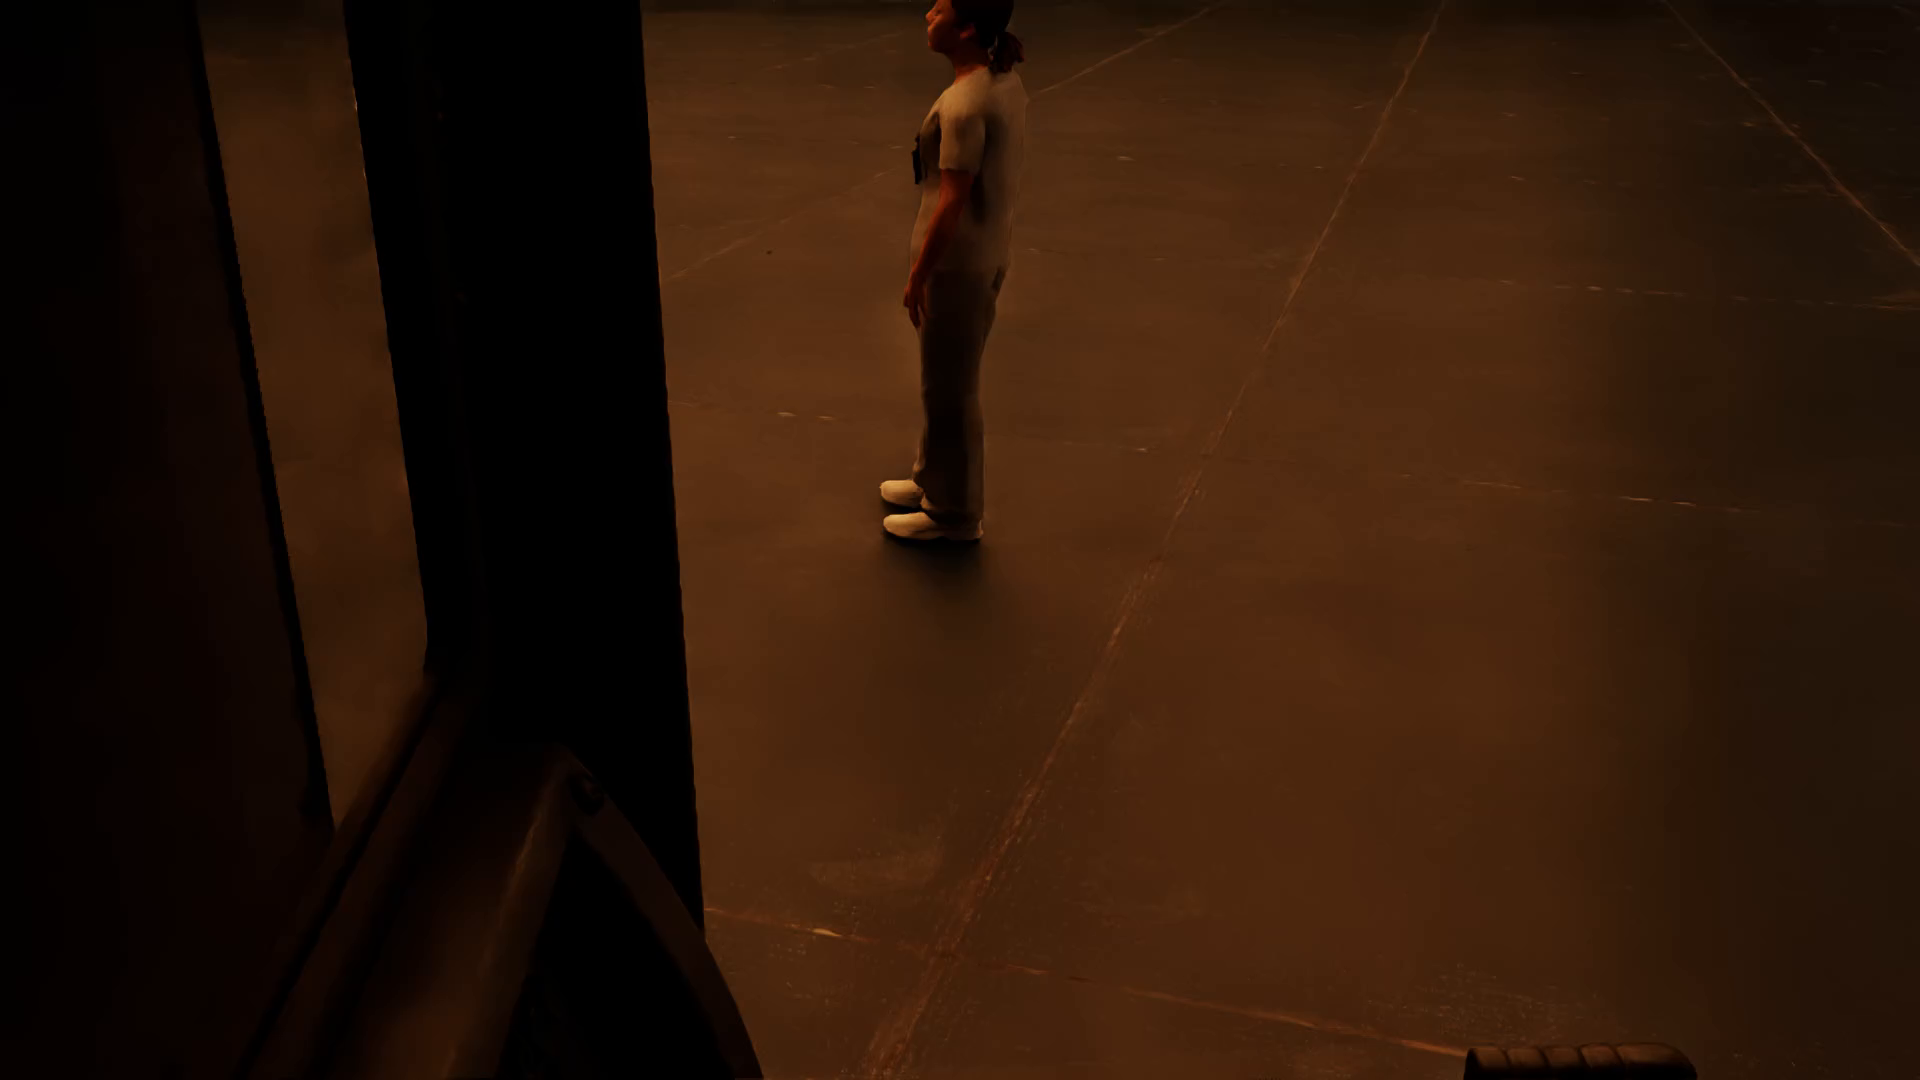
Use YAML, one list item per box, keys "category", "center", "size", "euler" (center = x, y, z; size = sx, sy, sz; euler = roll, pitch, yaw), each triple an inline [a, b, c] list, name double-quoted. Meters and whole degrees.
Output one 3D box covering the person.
- category: "person"
  center: [-0.067, -0.790, 4.832]
  size: [0.548, 1.665, 0.550]
  euler: [7, 23, 16]
